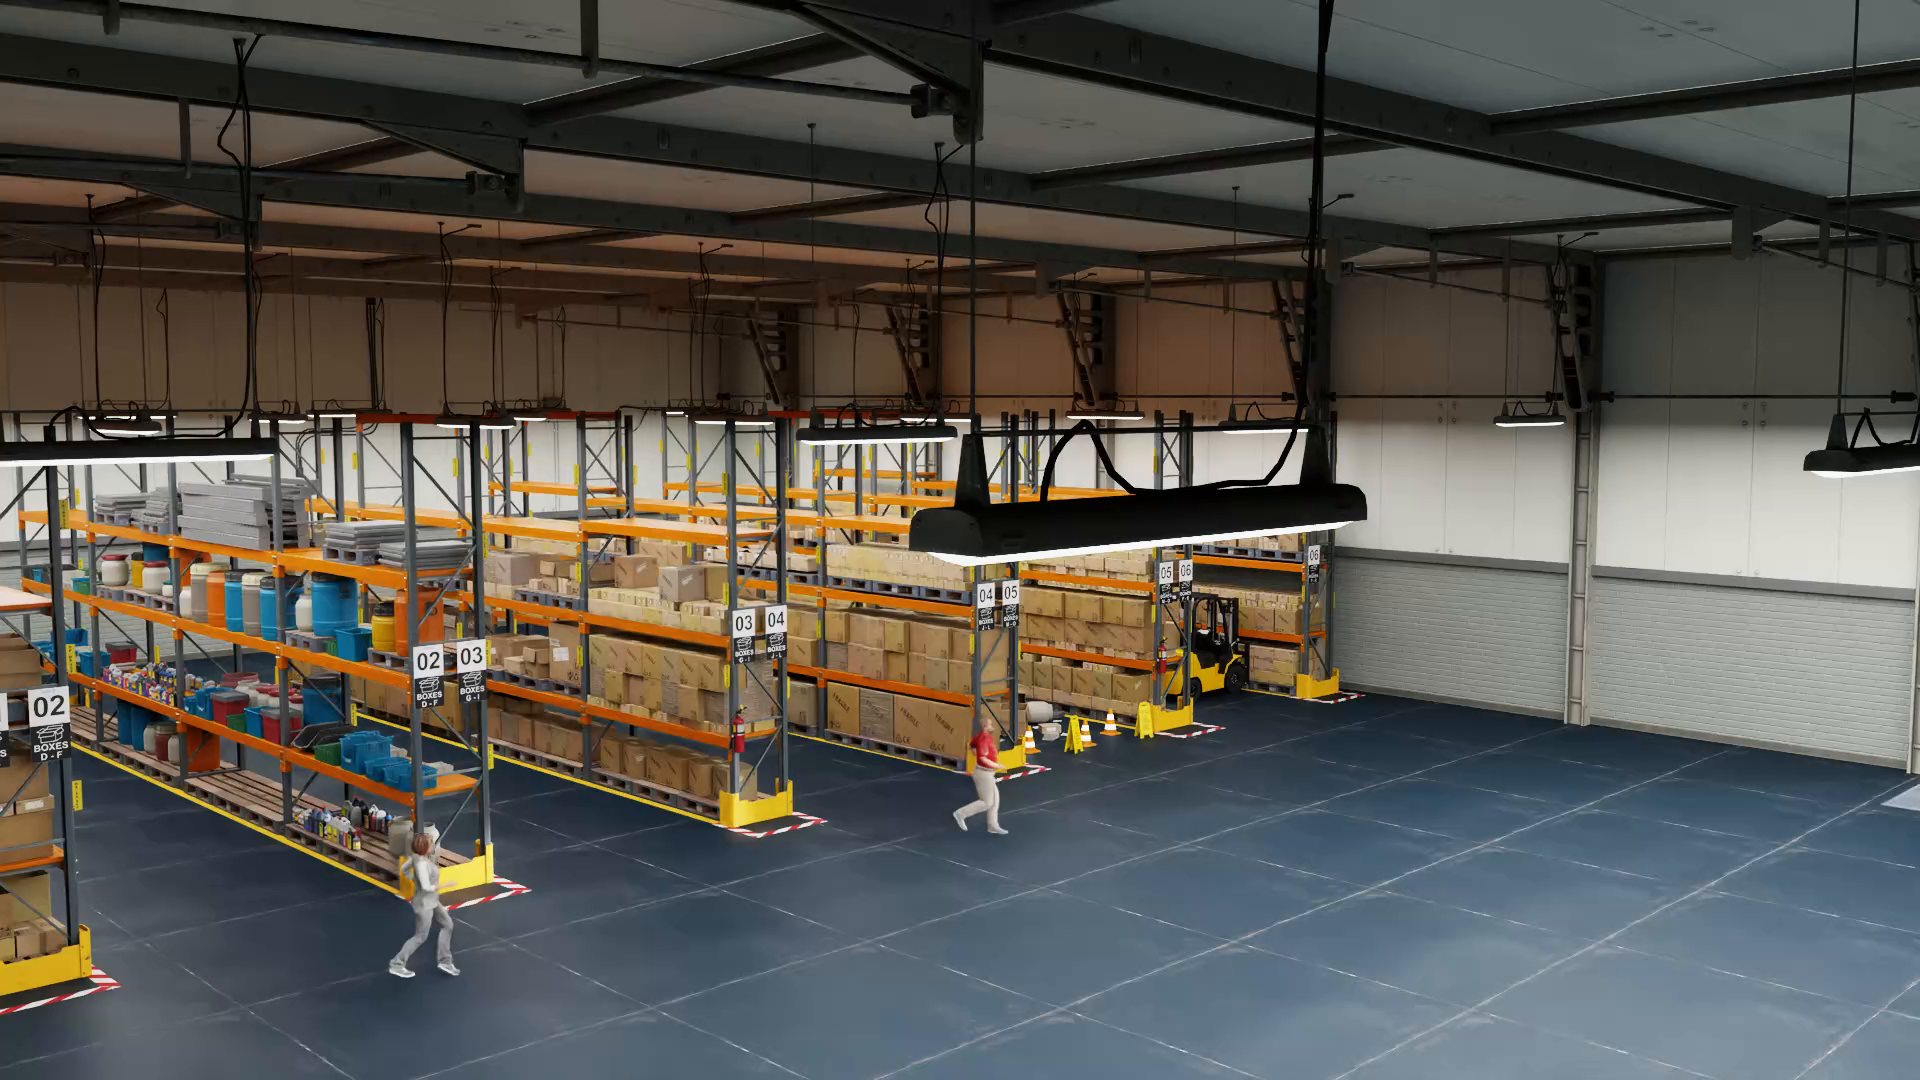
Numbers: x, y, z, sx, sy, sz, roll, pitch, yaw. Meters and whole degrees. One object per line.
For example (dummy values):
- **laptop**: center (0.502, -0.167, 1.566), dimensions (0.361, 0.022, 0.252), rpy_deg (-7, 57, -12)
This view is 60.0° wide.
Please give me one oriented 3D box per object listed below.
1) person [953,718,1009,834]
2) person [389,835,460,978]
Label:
- **person**: center (0.296, 3.413, 23.978), dimensions (0.844, 1.727, 0.670), rpy_deg (-1, 5, -7)
- **person**: center (-5.821, 3.982, 18.033), dimensions (0.733, 1.620, 0.541), rpy_deg (-1, 5, -16)
